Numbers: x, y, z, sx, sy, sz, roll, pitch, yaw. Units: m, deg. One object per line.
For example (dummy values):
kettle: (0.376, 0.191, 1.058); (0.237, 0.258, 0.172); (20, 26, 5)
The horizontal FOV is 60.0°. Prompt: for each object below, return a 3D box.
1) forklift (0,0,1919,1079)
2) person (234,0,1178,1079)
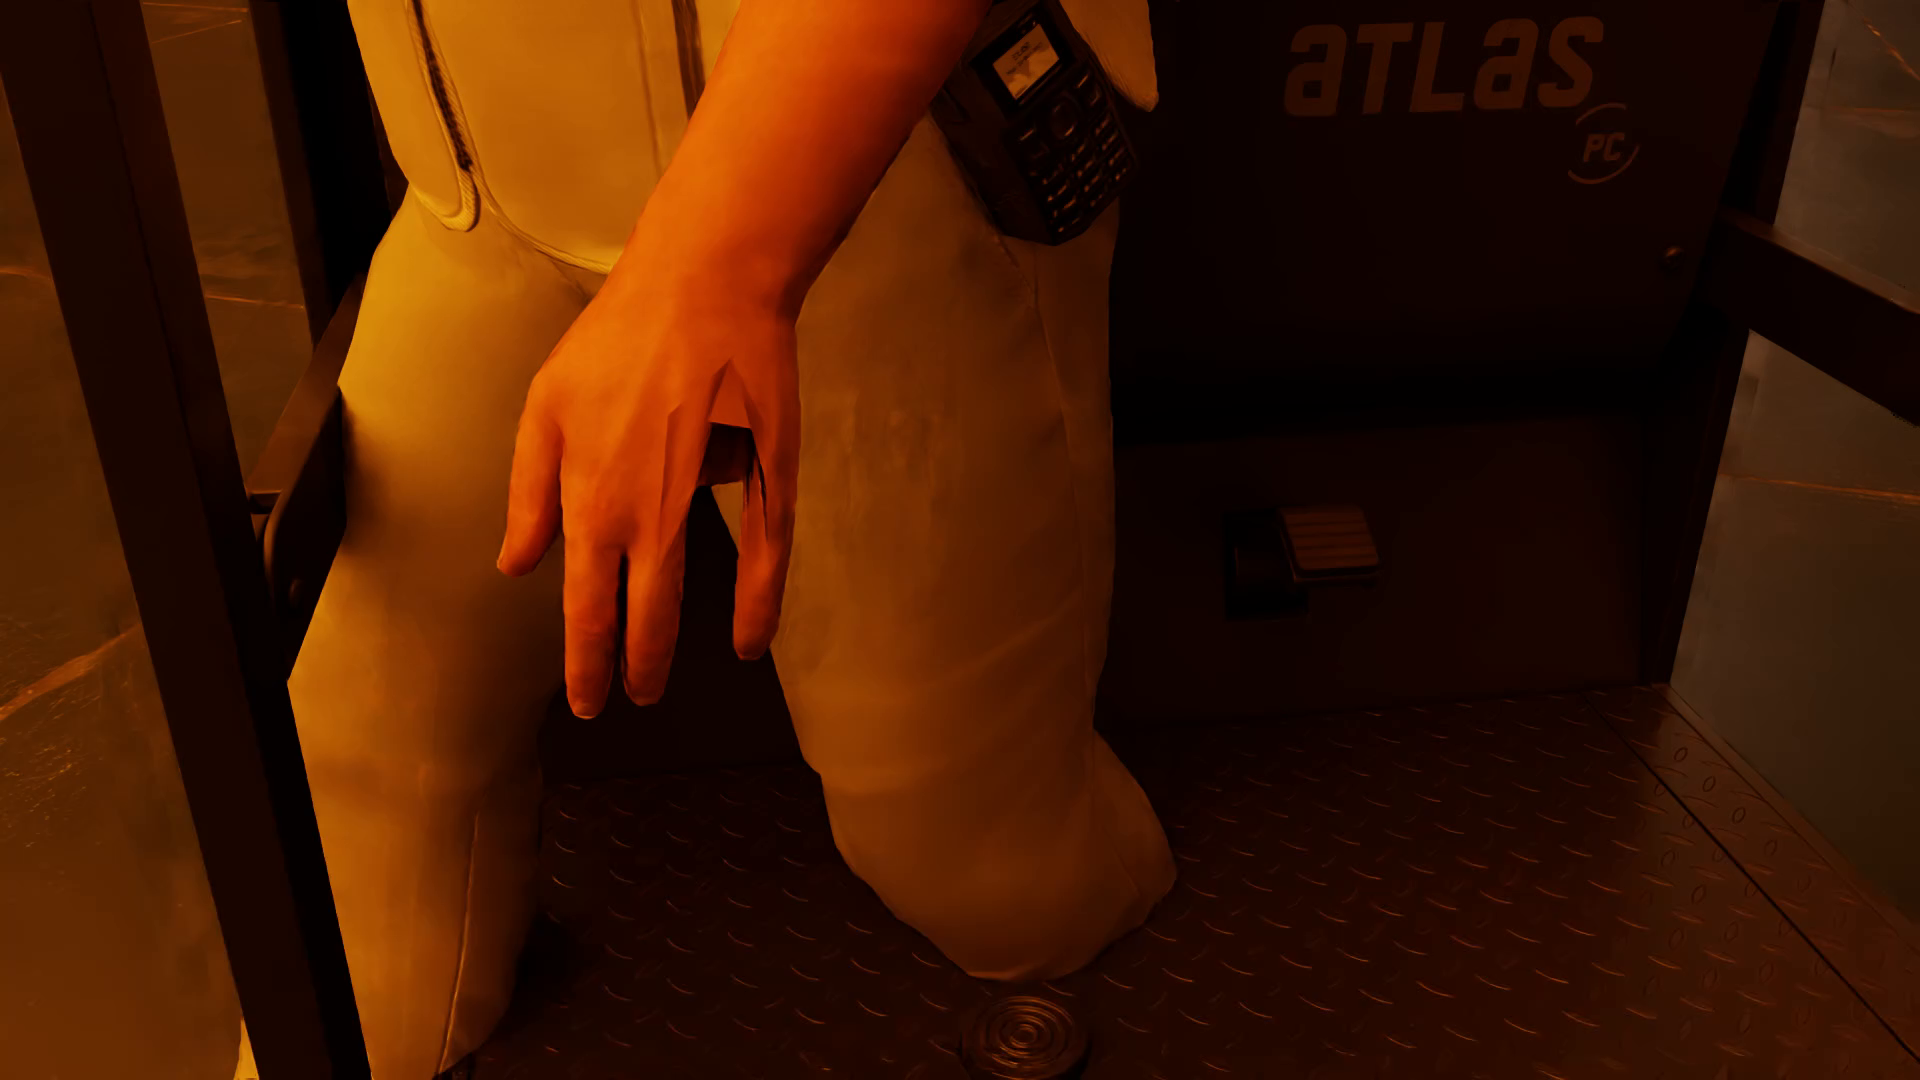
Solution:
forklift: (0.123, -0.730, 0.705); (1.130, 2.935, 3.031); (-4, 27, -8)
person: (-0.227, -0.185, 0.868); (0.709, 1.691, 0.926); (21, 34, 35)
